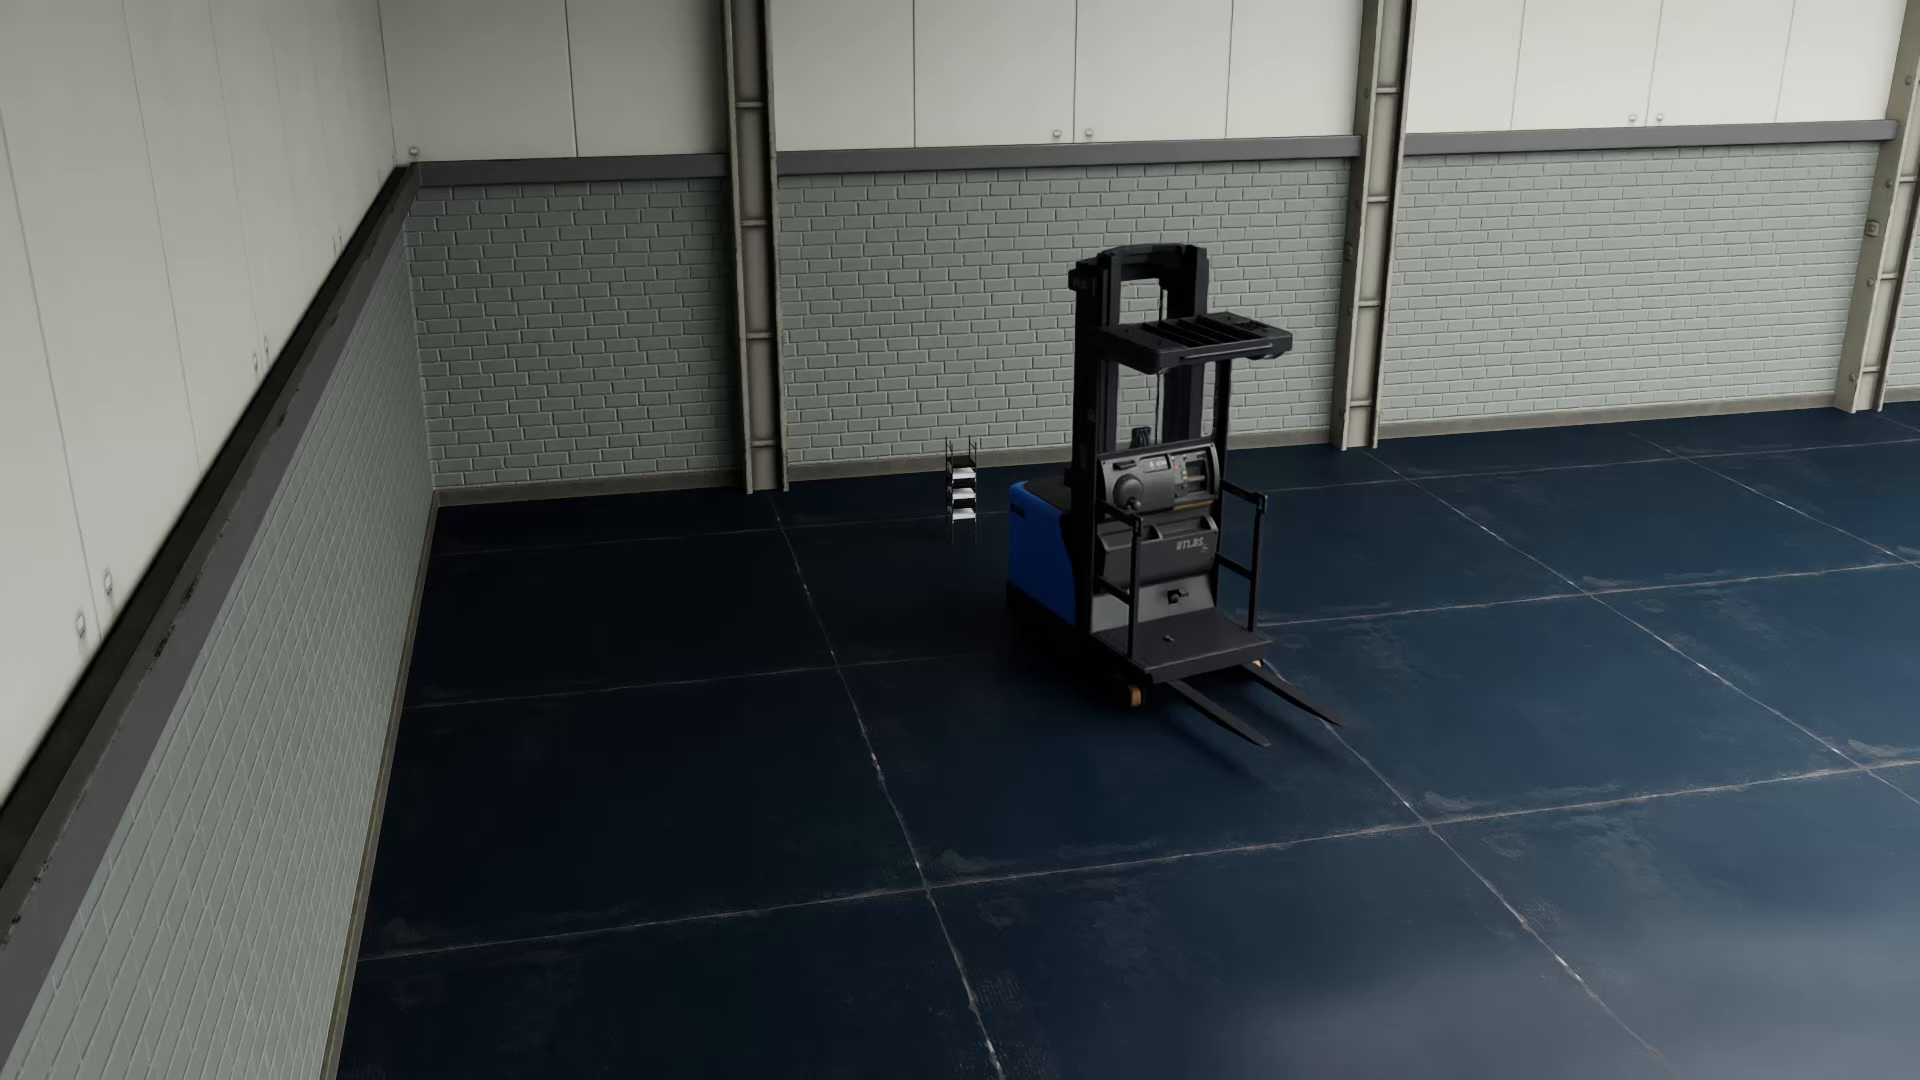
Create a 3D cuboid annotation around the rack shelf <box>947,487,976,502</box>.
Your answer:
[{"bbox_3d":[0.008,-0.392,14.173,0.200,0.077,0.258,-5,21,-12],"label":"rack shelf"}]

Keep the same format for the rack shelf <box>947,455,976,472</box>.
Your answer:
[{"bbox_3d":[0.008,-0.645,14.080,0.200,0.077,0.258,-5,21,-12],"label":"rack shelf"}]

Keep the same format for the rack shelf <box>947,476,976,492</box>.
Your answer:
[{"bbox_3d":[0.008,-0.476,14.142,0.200,0.077,0.258,-5,21,-12],"label":"rack shelf"}]

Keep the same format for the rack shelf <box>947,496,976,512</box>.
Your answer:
[{"bbox_3d":[0.008,-0.307,14.204,0.200,0.077,0.258,-5,21,-12],"label":"rack shelf"}]

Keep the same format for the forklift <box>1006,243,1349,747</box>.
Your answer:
[{"bbox_3d":[1.469,-0.416,11.188,1.130,2.935,3.031,-10,22,-25],"label":"forklift"}]

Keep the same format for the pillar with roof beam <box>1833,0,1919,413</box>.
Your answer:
[{"bbox_3d":[10.837,-4.231,12.783,0.400,9.000,9.100,-5,21,-12],"label":"pillar with roof beam"}]

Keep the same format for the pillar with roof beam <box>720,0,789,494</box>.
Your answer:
[{"bbox_3d":[-0.841,-3.281,10.190,0.400,9.000,9.100,-5,21,-12],"label":"pillar with roof beam"}]

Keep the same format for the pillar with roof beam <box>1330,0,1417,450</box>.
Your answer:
[{"bbox_3d":[4.998,-3.756,11.486,0.400,9.000,9.100,-5,21,-12],"label":"pillar with roof beam"}]

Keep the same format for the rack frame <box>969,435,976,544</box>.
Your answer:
[{"bbox_3d":[0.107,-0.431,14.184,0.006,0.900,0.240,-5,21,-12],"label":"rack frame"}]

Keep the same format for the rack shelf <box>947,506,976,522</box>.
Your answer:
[{"bbox_3d":[0.008,-0.223,14.235,0.200,0.077,0.258,-5,21,-12],"label":"rack shelf"}]

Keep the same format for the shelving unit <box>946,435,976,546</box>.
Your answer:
[{"bbox_3d":[0.008,-0.423,14.162,0.210,0.900,0.258,-5,21,-12],"label":"shelving unit"}]

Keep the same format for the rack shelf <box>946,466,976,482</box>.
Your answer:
[{"bbox_3d":[0.008,-0.561,14.111,0.200,0.077,0.258,-5,21,-12],"label":"rack shelf"}]

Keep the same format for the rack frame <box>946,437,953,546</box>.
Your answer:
[{"bbox_3d":[-0.091,-0.415,14.140,0.006,0.900,0.240,-5,21,-12],"label":"rack frame"}]
